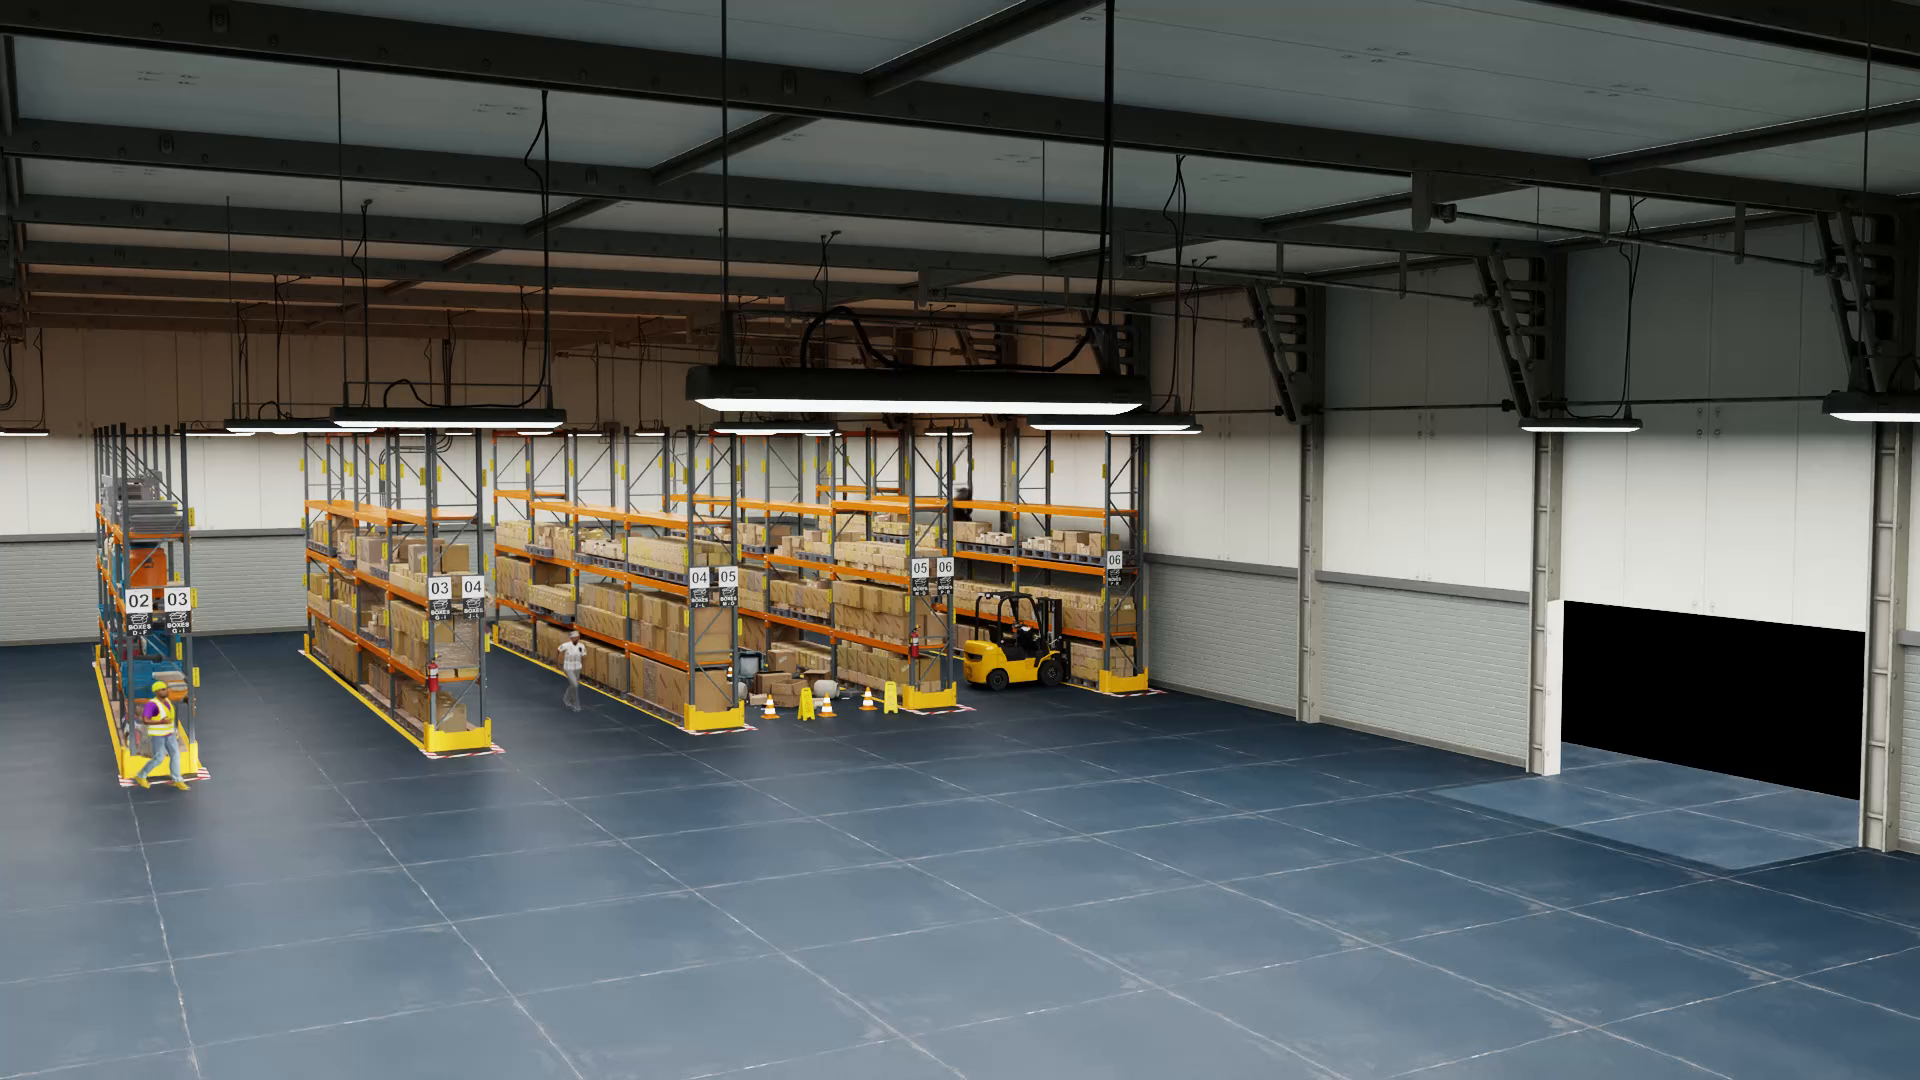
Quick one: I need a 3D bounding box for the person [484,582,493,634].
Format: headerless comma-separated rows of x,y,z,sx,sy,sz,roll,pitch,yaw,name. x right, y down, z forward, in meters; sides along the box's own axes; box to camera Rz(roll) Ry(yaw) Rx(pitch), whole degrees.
-13.769,2.019,47.759,0.752,1.650,0.725,-3,5,-40,person

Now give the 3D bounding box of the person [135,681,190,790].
-13.009,3.192,27.055,0.861,1.796,0.714,0,3,6,person

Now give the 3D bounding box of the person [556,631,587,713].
-8.210,2.762,35.170,0.599,1.736,0.847,-2,4,-36,person
